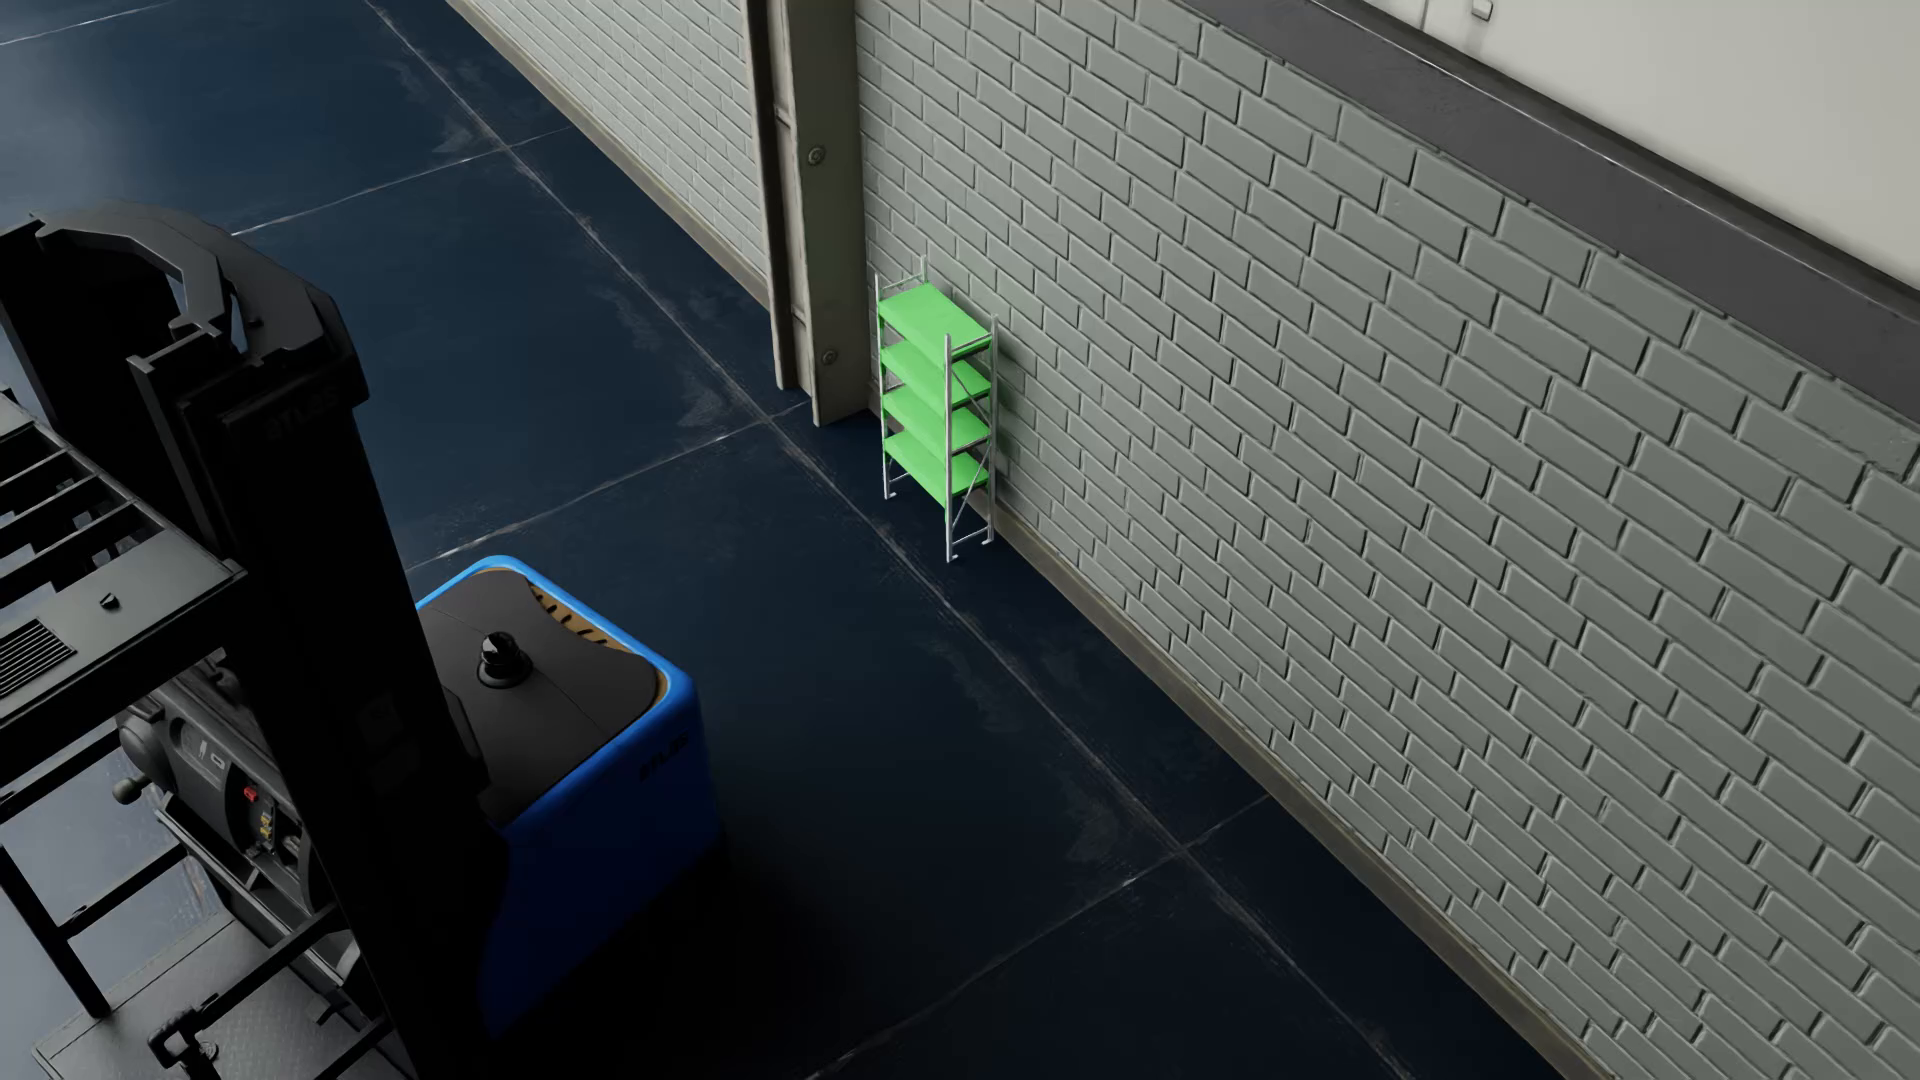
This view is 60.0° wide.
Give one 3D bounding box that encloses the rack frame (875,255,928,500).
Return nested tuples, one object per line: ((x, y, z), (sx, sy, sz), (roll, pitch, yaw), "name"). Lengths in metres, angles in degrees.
((-0.234, -0.666, 7.070), (0.240, 1.200, 0.015), (-26, 49, -24), "rack frame")

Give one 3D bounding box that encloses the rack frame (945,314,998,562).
((0.045, -0.390, 6.780), (0.240, 1.200, 0.015), (-26, 49, -24), "rack frame")

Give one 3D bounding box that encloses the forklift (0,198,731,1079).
((-2.135, 0.740, 4.344), (1.130, 2.935, 3.031), (29, 51, 27), "forklift")

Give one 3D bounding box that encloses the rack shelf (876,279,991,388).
((-0.095, -0.829, 6.638), (0.258, 0.148, 0.480), (-26, 49, -24), "rack shelf")

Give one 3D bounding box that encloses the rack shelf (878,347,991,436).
((-0.095, -0.655, 6.803), (0.258, 0.148, 0.480), (-26, 49, -24), "rack shelf")

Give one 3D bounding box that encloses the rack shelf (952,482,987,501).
((-0.095, -0.329, 7.115), (0.199, 0.029, 0.442), (-26, 49, -24), "rack shelf")

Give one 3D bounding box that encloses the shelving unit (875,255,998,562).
((-0.095, -0.528, 6.925), (0.258, 1.200, 0.503), (-26, 49, -24), "shelving unit")

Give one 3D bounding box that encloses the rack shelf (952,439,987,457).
((-0.095, -0.502, 6.949), (0.199, 0.029, 0.442), (-26, 49, -24), "rack shelf")

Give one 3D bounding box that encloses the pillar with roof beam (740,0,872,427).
((-4.178, -2.253, 3.084), (9.100, 9.000, 0.400), (-26, 49, -24), "pillar with roof beam")
